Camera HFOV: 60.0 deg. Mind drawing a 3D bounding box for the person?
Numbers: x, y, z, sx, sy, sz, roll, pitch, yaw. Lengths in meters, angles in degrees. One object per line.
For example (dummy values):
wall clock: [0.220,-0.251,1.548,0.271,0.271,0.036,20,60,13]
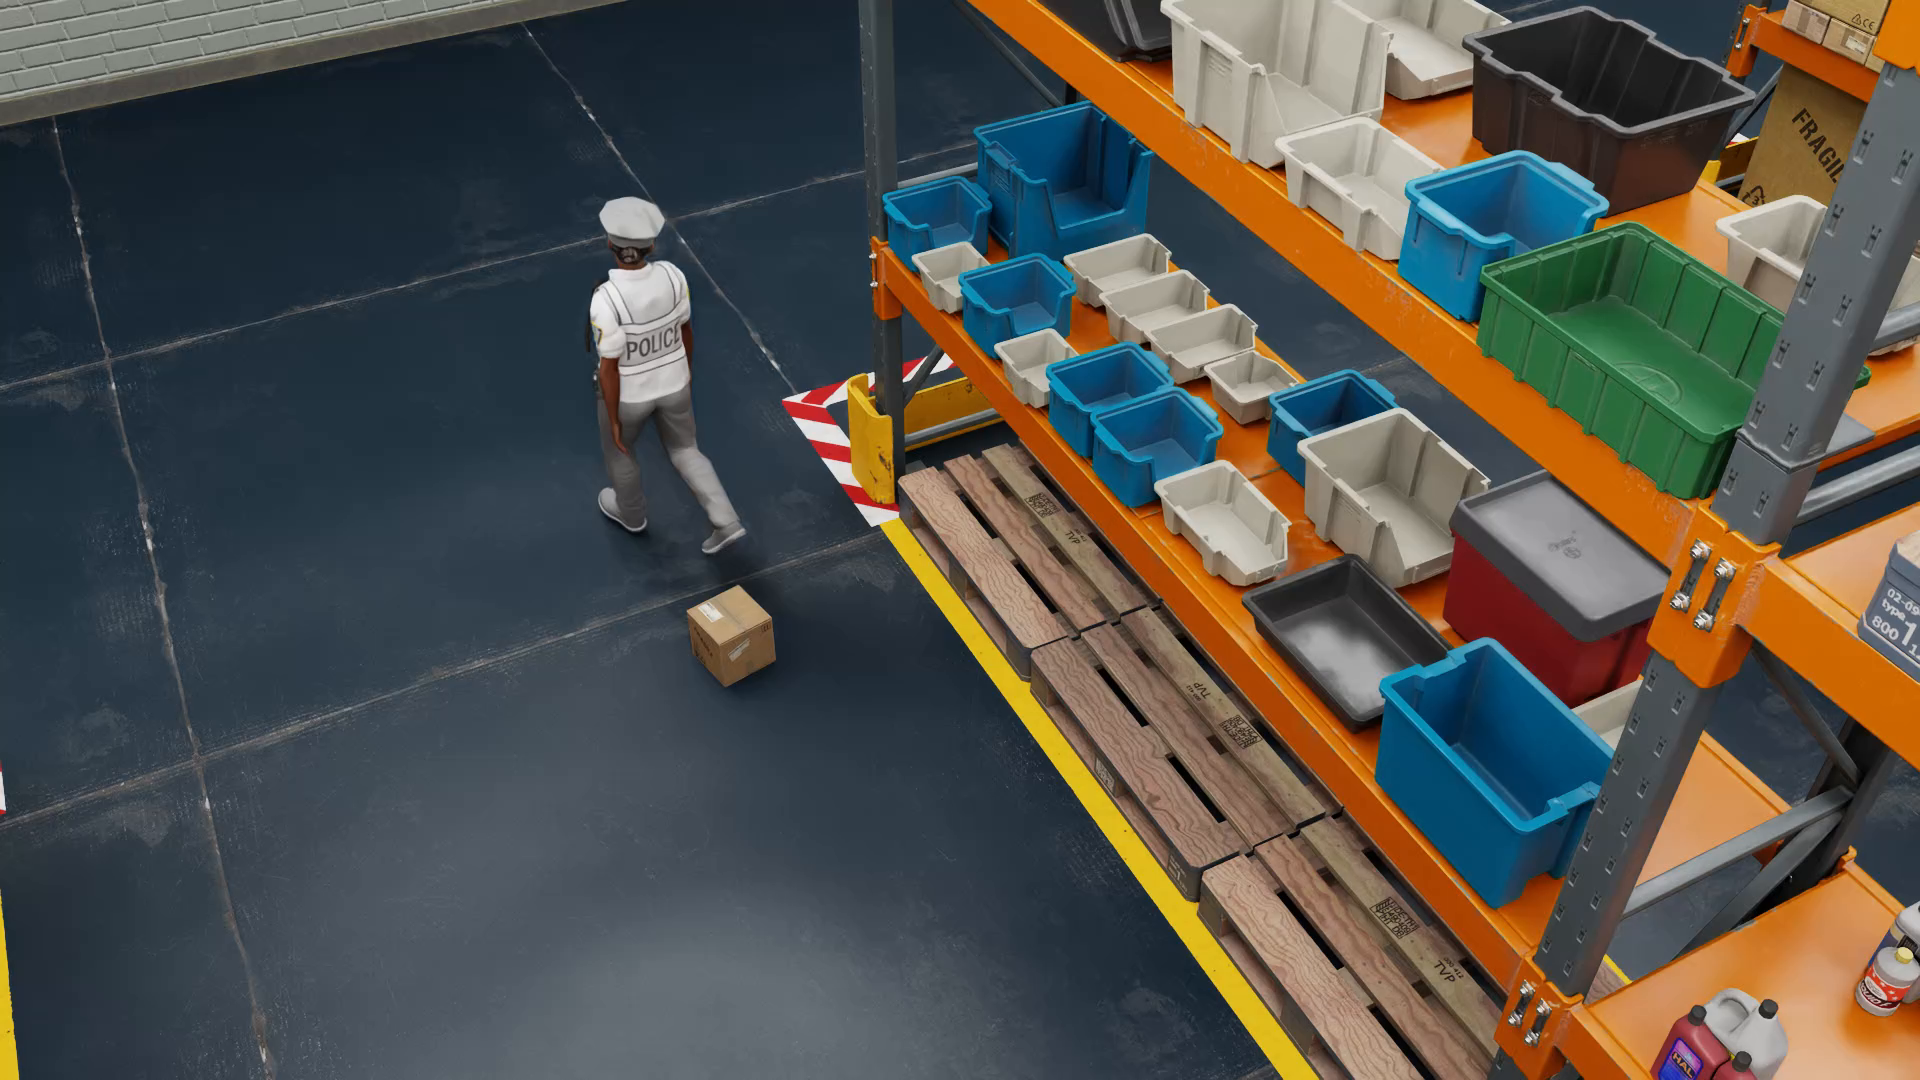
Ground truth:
person: [-1.269,-0.615,6.856,0.479,1.626,0.847,-28,48,-28]
